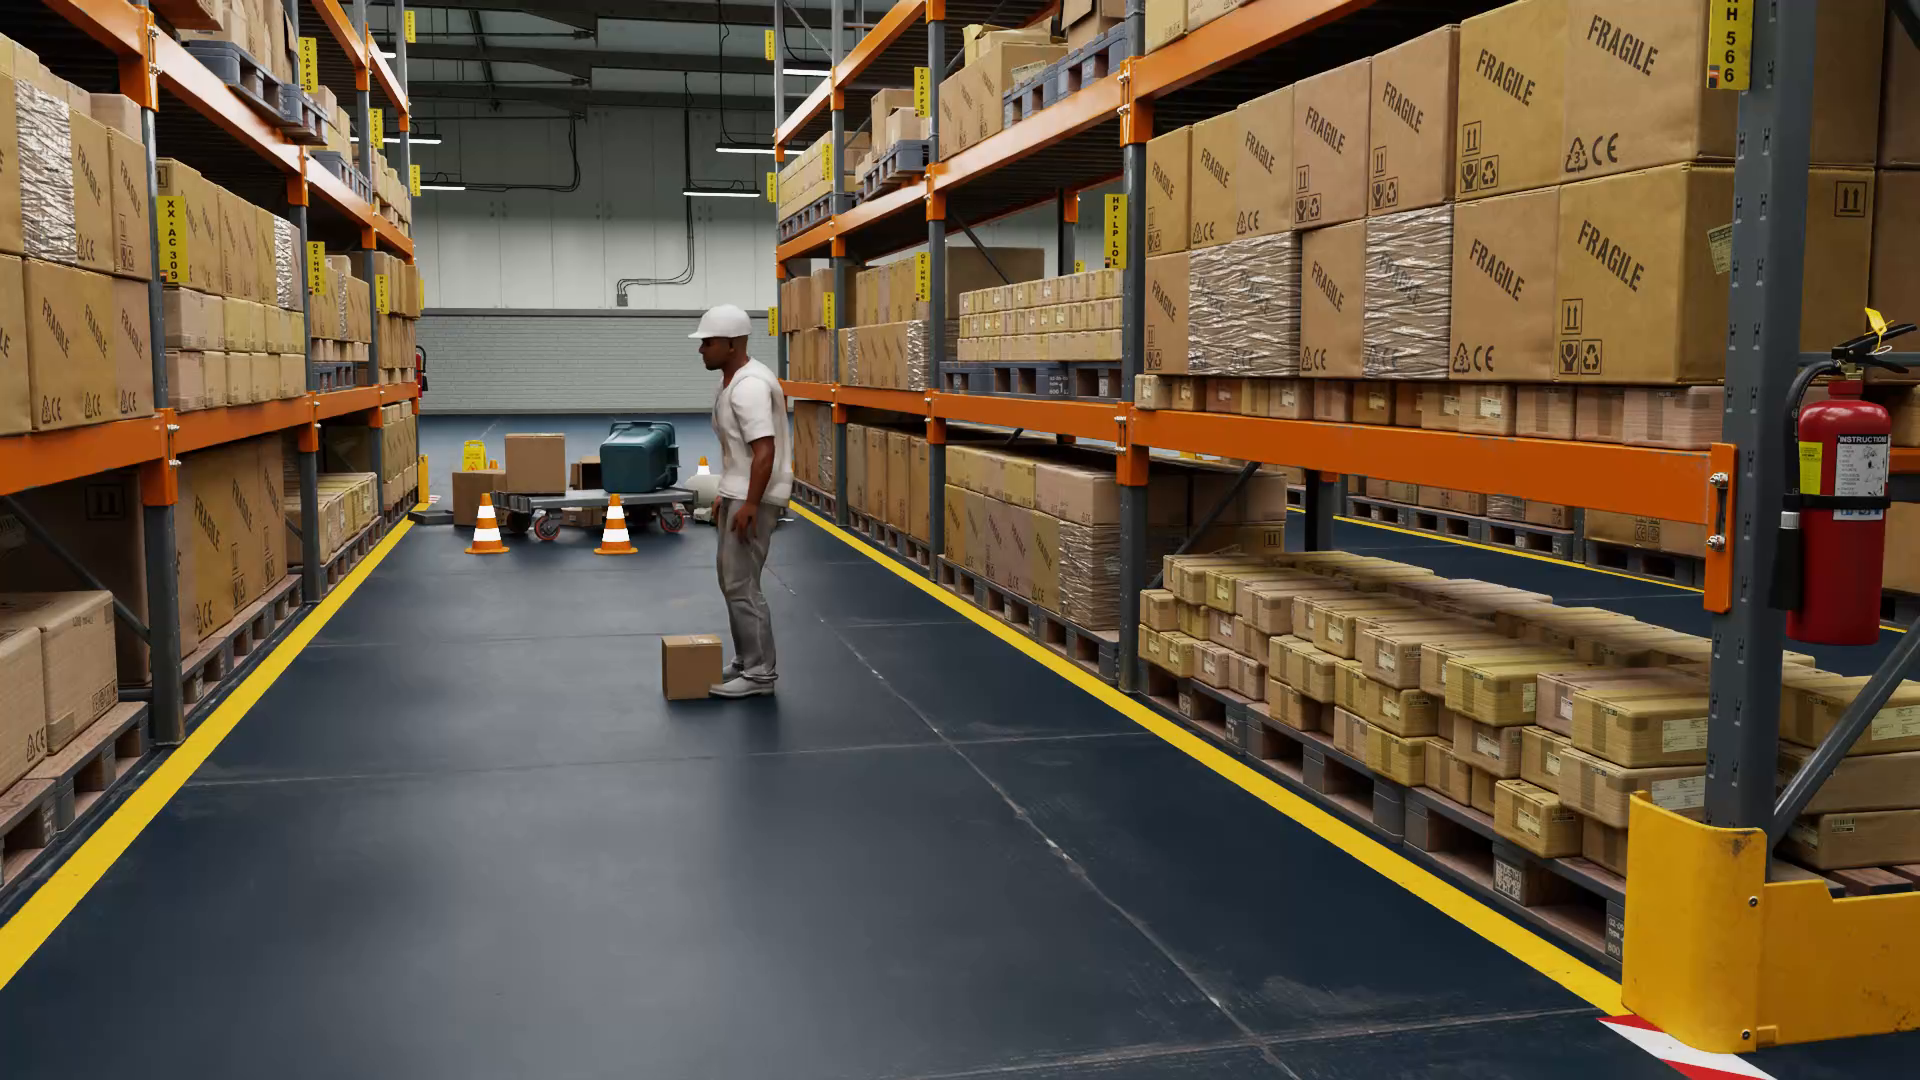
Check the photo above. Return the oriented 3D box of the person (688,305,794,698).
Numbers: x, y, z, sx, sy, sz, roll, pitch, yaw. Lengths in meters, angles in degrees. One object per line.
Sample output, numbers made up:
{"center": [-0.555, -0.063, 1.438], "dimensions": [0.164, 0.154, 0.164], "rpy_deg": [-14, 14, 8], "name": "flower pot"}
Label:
{"center": [-0.996, -0.176, 7.545], "dimensions": [0.456, 1.756, 0.635], "rpy_deg": [-2, 6, -17], "name": "person"}
